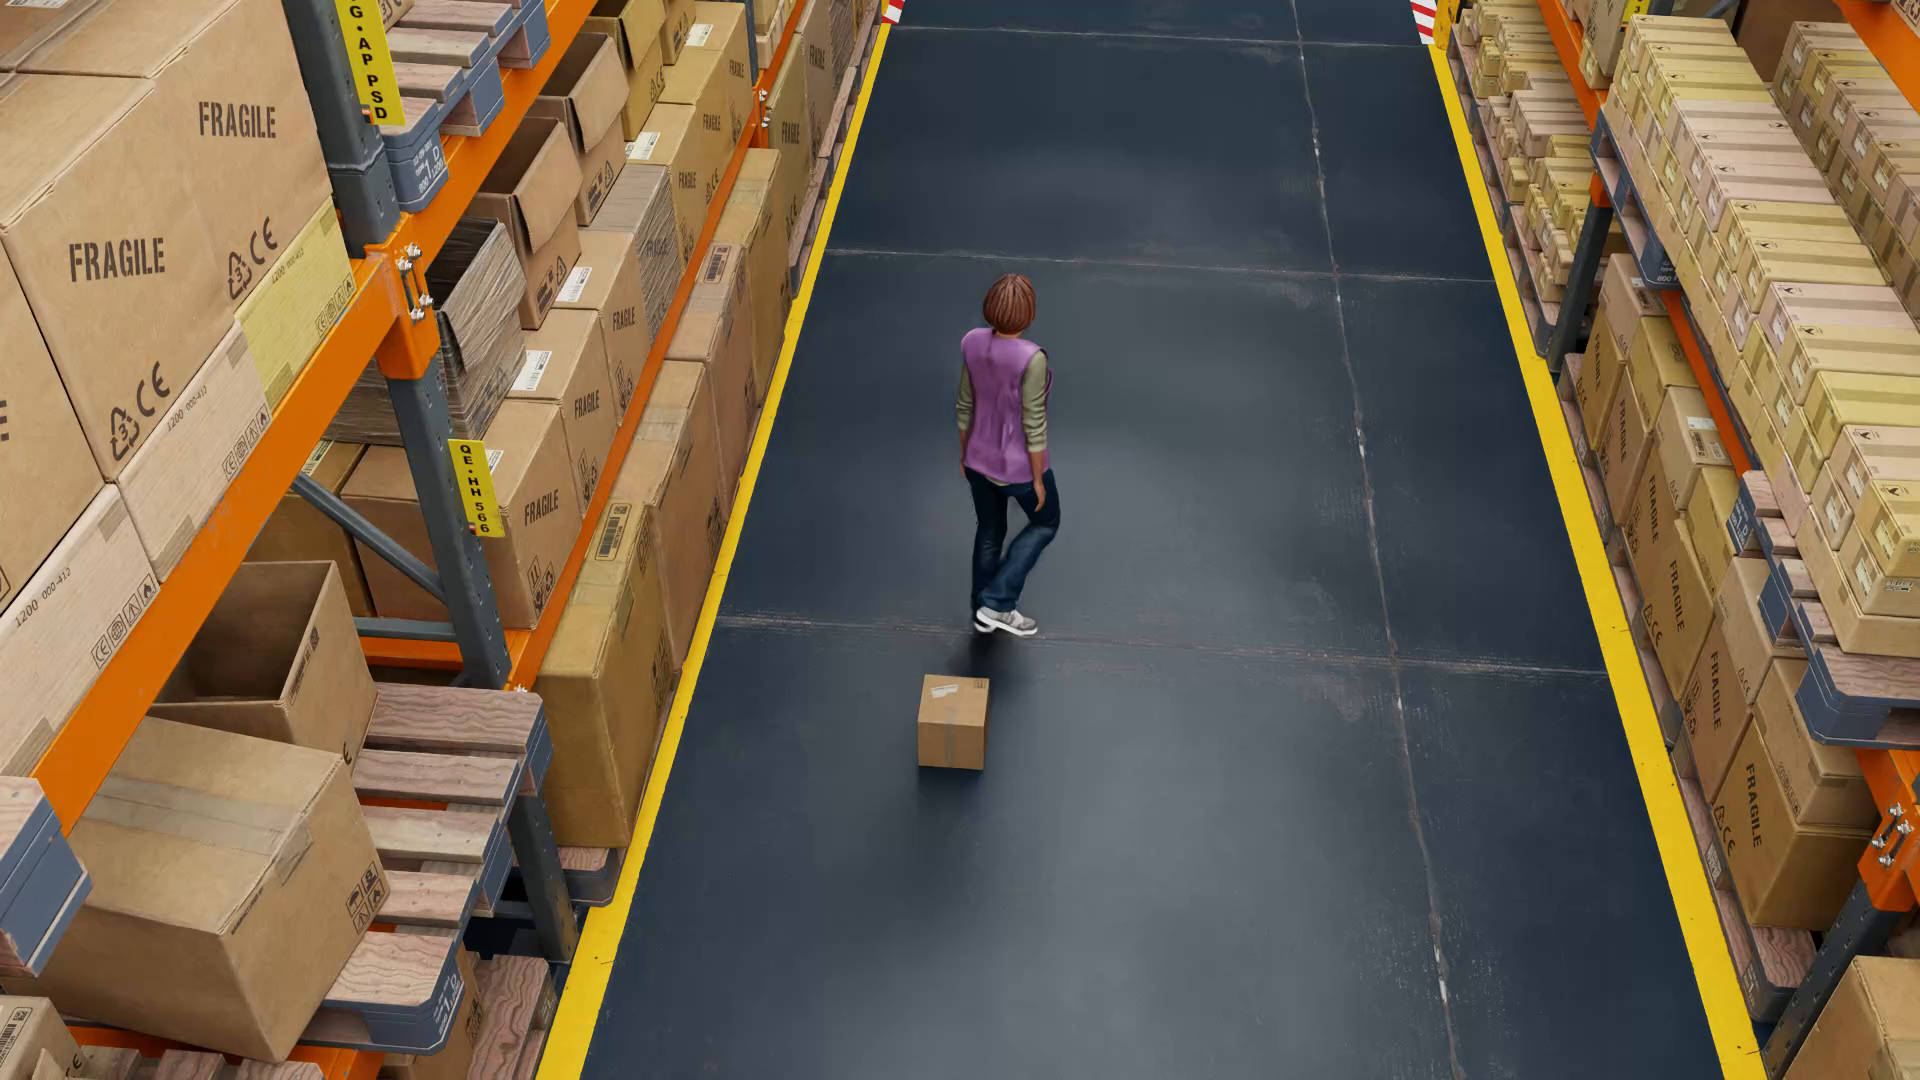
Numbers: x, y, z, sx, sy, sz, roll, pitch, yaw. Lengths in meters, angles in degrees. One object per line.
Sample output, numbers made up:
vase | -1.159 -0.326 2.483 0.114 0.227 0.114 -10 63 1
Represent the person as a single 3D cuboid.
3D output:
person | 0.157 -0.270 6.476 0.472 1.575 0.456 25 46 26
